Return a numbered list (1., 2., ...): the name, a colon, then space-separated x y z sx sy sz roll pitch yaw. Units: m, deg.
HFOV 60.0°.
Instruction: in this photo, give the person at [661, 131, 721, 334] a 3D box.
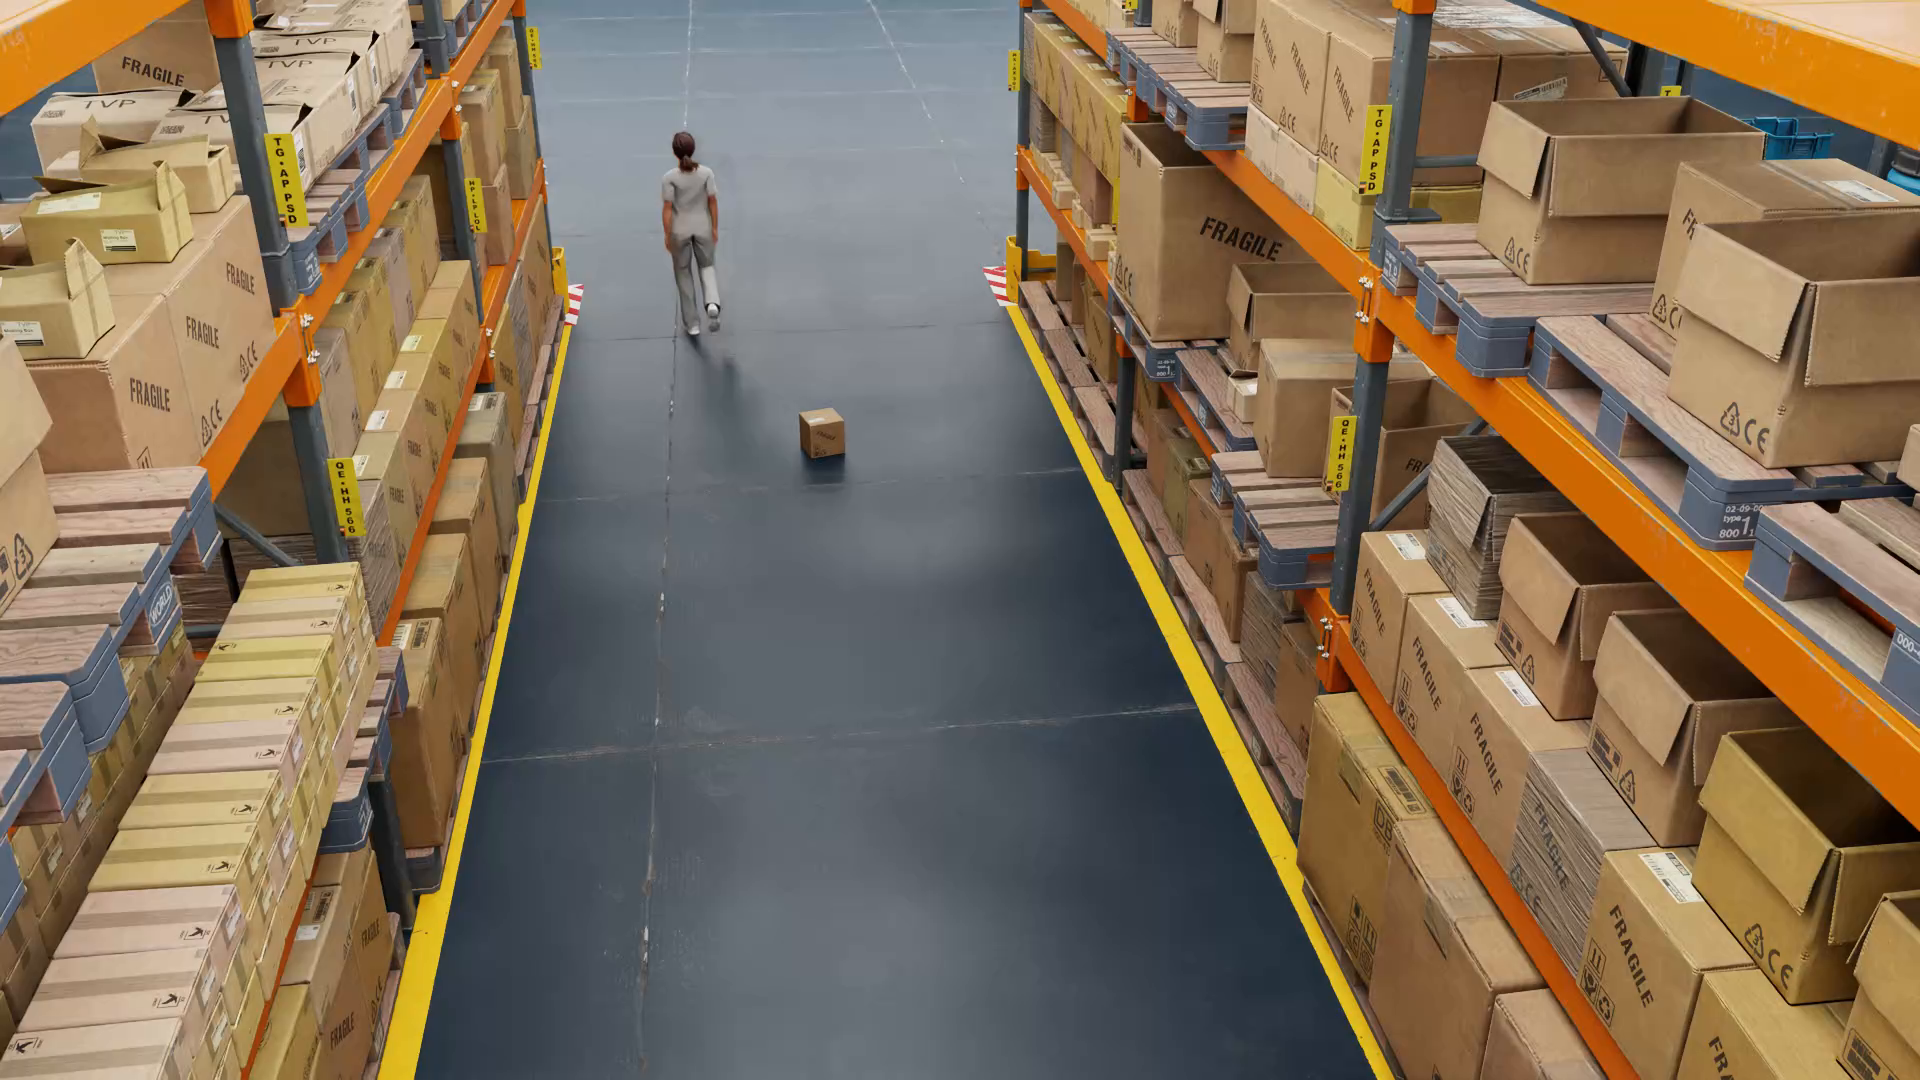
1. person: -2.142 -2.440 13.302 0.448 1.662 0.532 -11 29 -20
